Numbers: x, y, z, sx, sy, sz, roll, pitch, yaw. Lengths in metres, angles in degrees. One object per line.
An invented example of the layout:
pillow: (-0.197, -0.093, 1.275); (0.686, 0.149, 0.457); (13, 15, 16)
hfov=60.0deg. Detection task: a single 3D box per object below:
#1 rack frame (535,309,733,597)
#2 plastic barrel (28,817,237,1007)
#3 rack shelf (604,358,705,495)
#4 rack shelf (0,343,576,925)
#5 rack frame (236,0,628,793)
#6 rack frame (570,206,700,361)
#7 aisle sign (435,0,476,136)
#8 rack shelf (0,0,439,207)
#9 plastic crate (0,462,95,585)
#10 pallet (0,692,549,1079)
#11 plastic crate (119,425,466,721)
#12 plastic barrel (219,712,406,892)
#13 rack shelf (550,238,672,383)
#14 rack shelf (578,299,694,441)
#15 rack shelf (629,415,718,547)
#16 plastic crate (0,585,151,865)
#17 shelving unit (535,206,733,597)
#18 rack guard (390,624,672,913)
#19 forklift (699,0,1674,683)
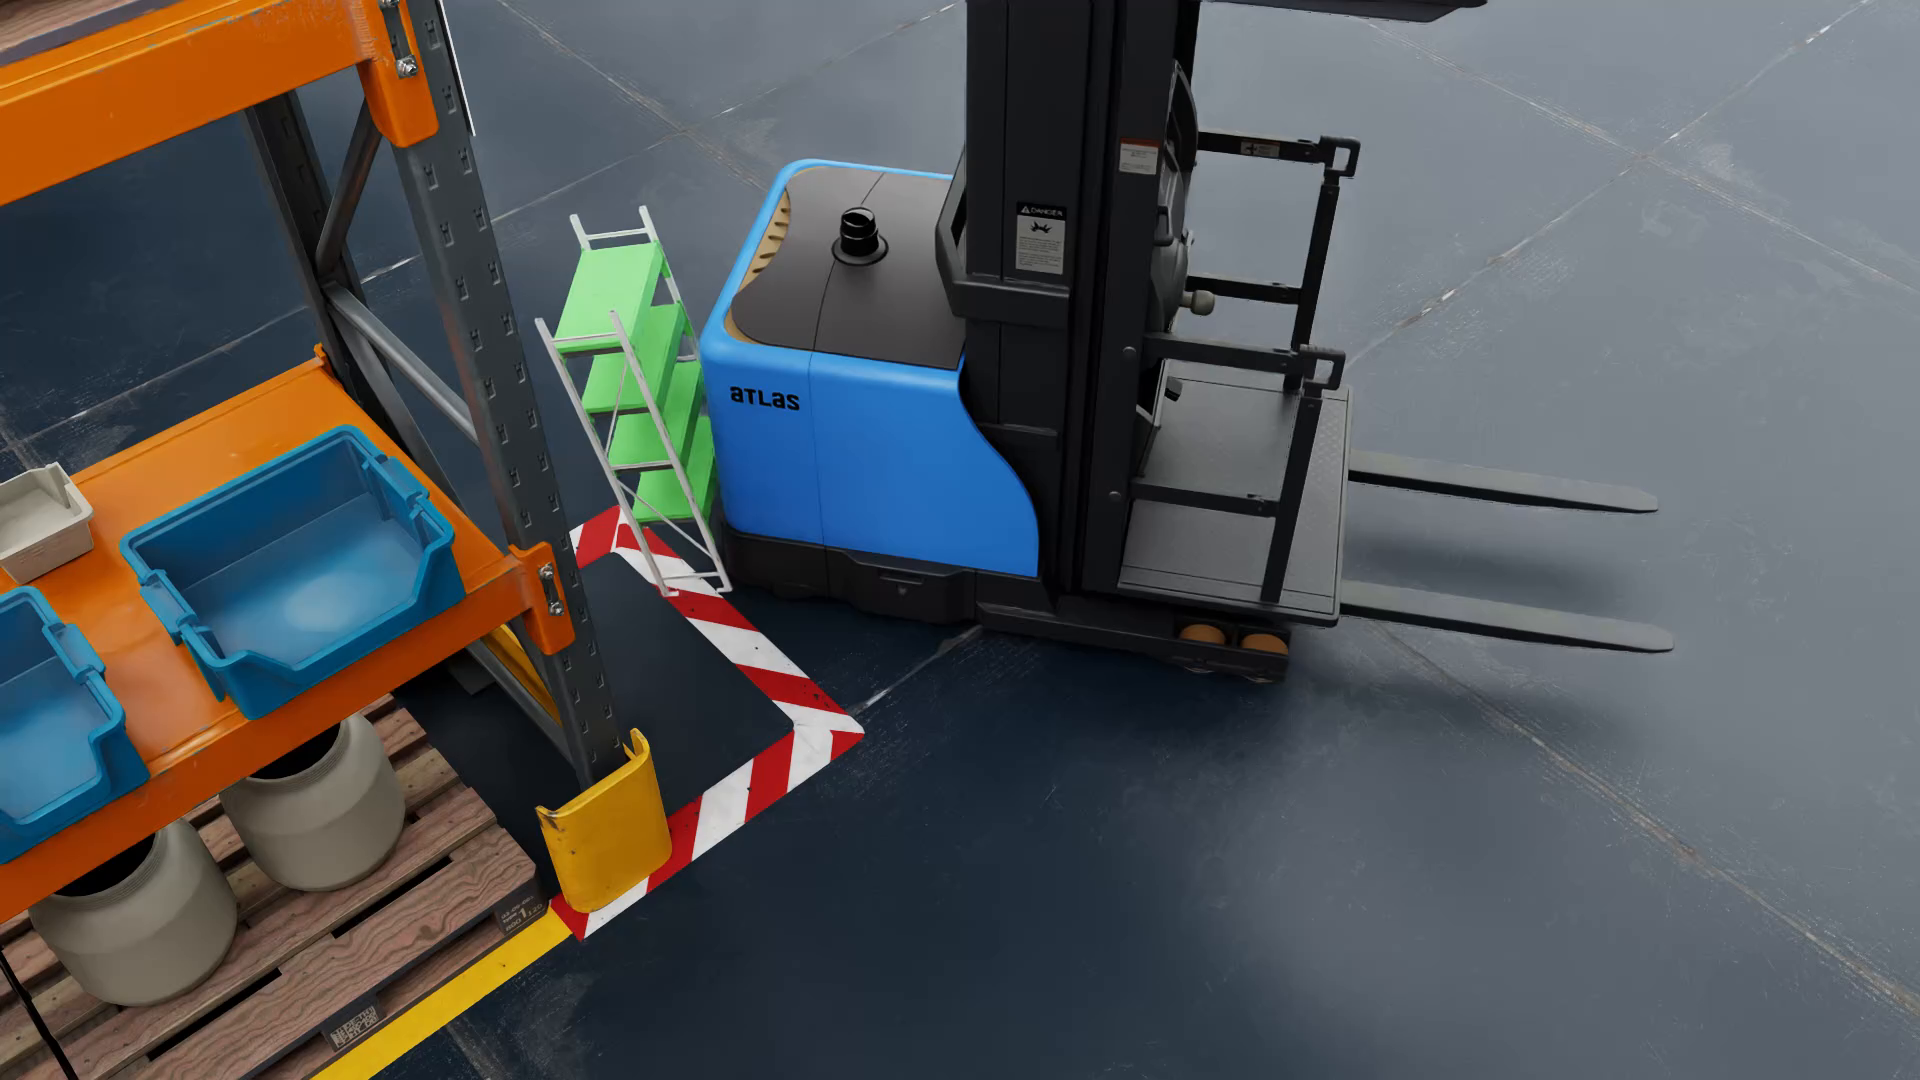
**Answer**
rack frame: (-0.980, -0.229, 5.123); (0.240, 1.200, 0.015); (-5, 47, 9)
plastic barrel: (-2.123, 0.922, 4.265); (0.421, 0.512, 0.421); (0, 47, 0)
rack shelf: (-0.959, -0.365, 5.334); (0.258, 0.148, 0.480); (-5, 47, 9)
rack shelf: (-2.797, 0.839, 3.424); (4.000, 0.370, 1.077); (-34, 56, -27)
rack frame: (-1.317, -0.394, 4.072); (0.127, 3.000, 1.000); (-34, 56, -27)
rack frame: (-0.959, -0.587, 5.454); (0.240, 1.200, 0.015); (-5, 47, 9)
aisle sign: (-1.064, -1.149, 3.001); (0.004, 0.787, 0.394); (-34, 56, -27)
rack shelf: (-2.797, -0.178, 2.322); (4.000, 0.370, 1.077); (-34, 56, -27)
plastic crate: (-2.195, -0.037, 3.922); (0.250, 0.136, 0.298); (-34, 56, -27)
pallet: (-1.946, 1.014, 4.671); (1.213, 0.211, 1.003); (-34, 56, -27)
plastic crate: (-1.486, 0.067, 3.748); (0.616, 0.251, 0.499); (-34, 56, -27)
plastic barrel: (-1.752, 0.674, 4.494); (0.421, 0.512, 0.421); (0, 47, 0)
rack shelf: (-1.043, -0.688, 4.990); (0.258, 0.148, 0.480); (-5, 47, 9)
rack shelf: (-1.001, -0.527, 5.162); (0.258, 0.148, 0.480); (-5, 47, 9)
rack shelf: (-0.916, -0.203, 5.506); (0.258, 0.148, 0.480); (-5, 47, 9)
plastic crate: (-1.970, 0.385, 3.455); (0.408, 0.251, 0.499); (-34, 56, -27)
shelving unit: (-0.970, -0.408, 5.288); (0.258, 1.200, 0.503); (-5, 47, 9)
rack guard: (-1.341, 0.517, 4.933); (0.348, 0.500, 1.175); (-34, 56, -27)
forklift: (0.788, -0.966, 4.647); (3.031, 2.935, 1.130); (9, 48, 8)
